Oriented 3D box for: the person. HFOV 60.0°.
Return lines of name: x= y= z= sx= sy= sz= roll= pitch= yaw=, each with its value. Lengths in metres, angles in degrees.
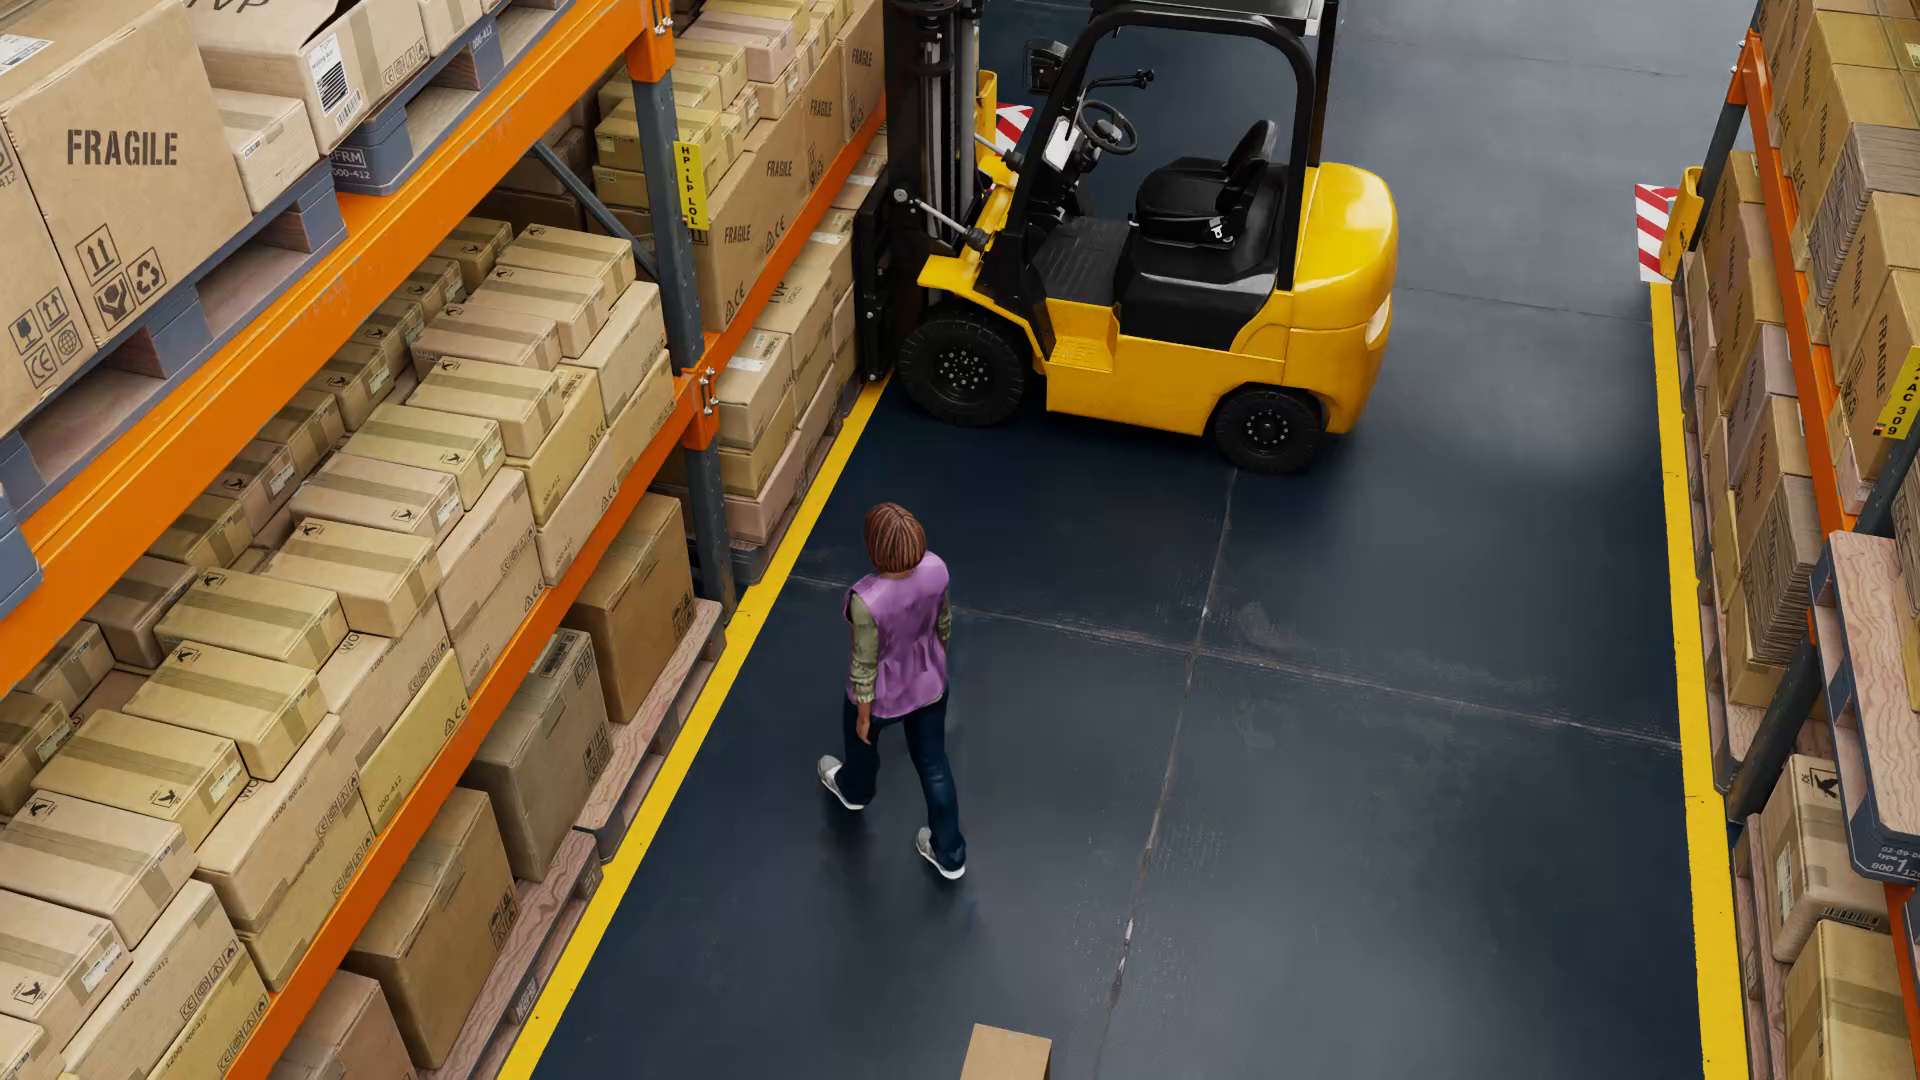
person: x=-0.234 y=0.458 z=5.645 sx=0.421 sy=1.563 sz=0.764 roll=-23 pitch=47 yaw=-24
